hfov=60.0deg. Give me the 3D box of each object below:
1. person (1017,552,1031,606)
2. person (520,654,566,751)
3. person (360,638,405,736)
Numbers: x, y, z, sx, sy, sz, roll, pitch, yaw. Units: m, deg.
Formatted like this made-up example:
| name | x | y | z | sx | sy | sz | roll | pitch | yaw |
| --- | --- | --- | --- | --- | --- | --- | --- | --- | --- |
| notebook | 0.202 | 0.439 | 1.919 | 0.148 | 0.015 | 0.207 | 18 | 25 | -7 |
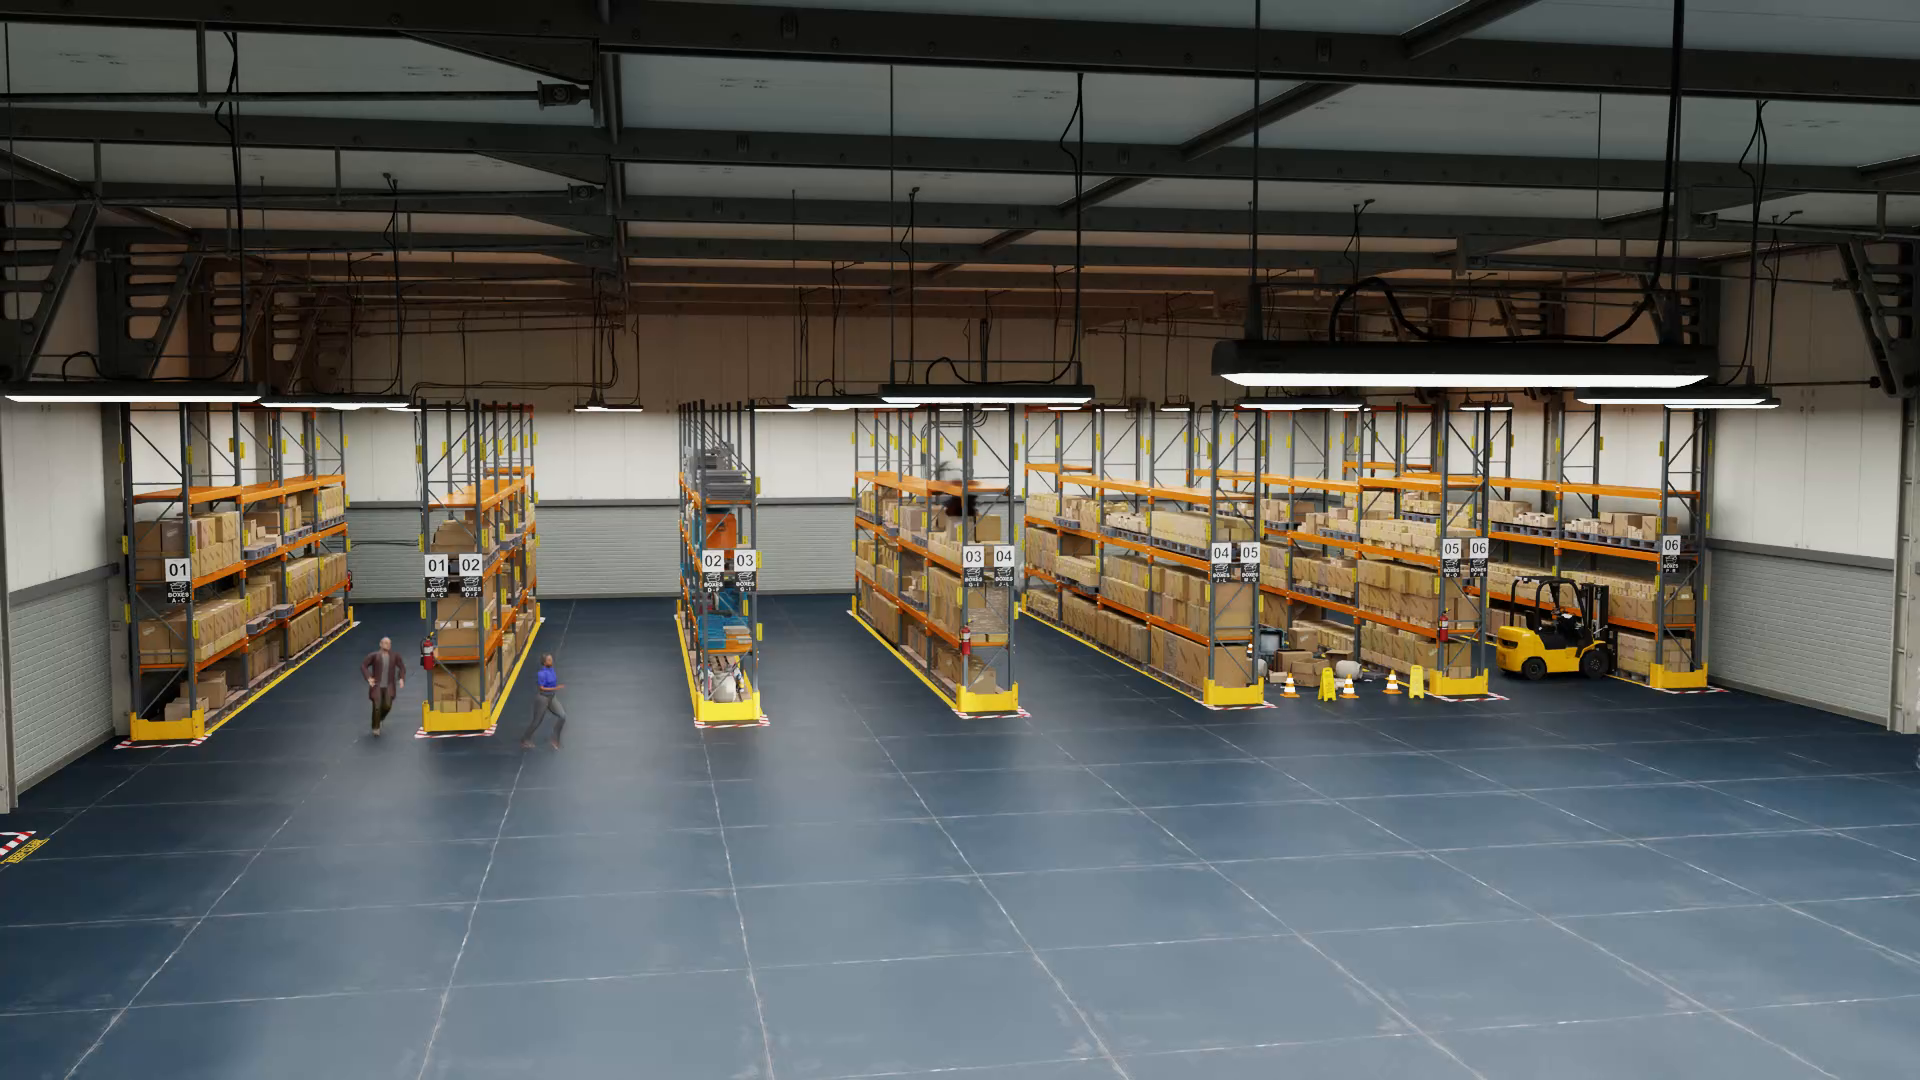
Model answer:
| name | x | y | z | sx | sy | sz | roll | pitch | yaw |
| --- | --- | --- | --- | --- | --- | --- | --- | --- | --- |
| person | 1.989 | 1.153 | 49.751 | 0.575 | 1.646 | 0.636 | -3 | 5 | -32 |
| person | -7.059 | 2.767 | 28.328 | 0.874 | 1.691 | 0.588 | 2 | 5 | 20 |
| person | -10.333 | 2.619 | 29.823 | 0.784 | 1.728 | 0.570 | -2 | 5 | -30 |
